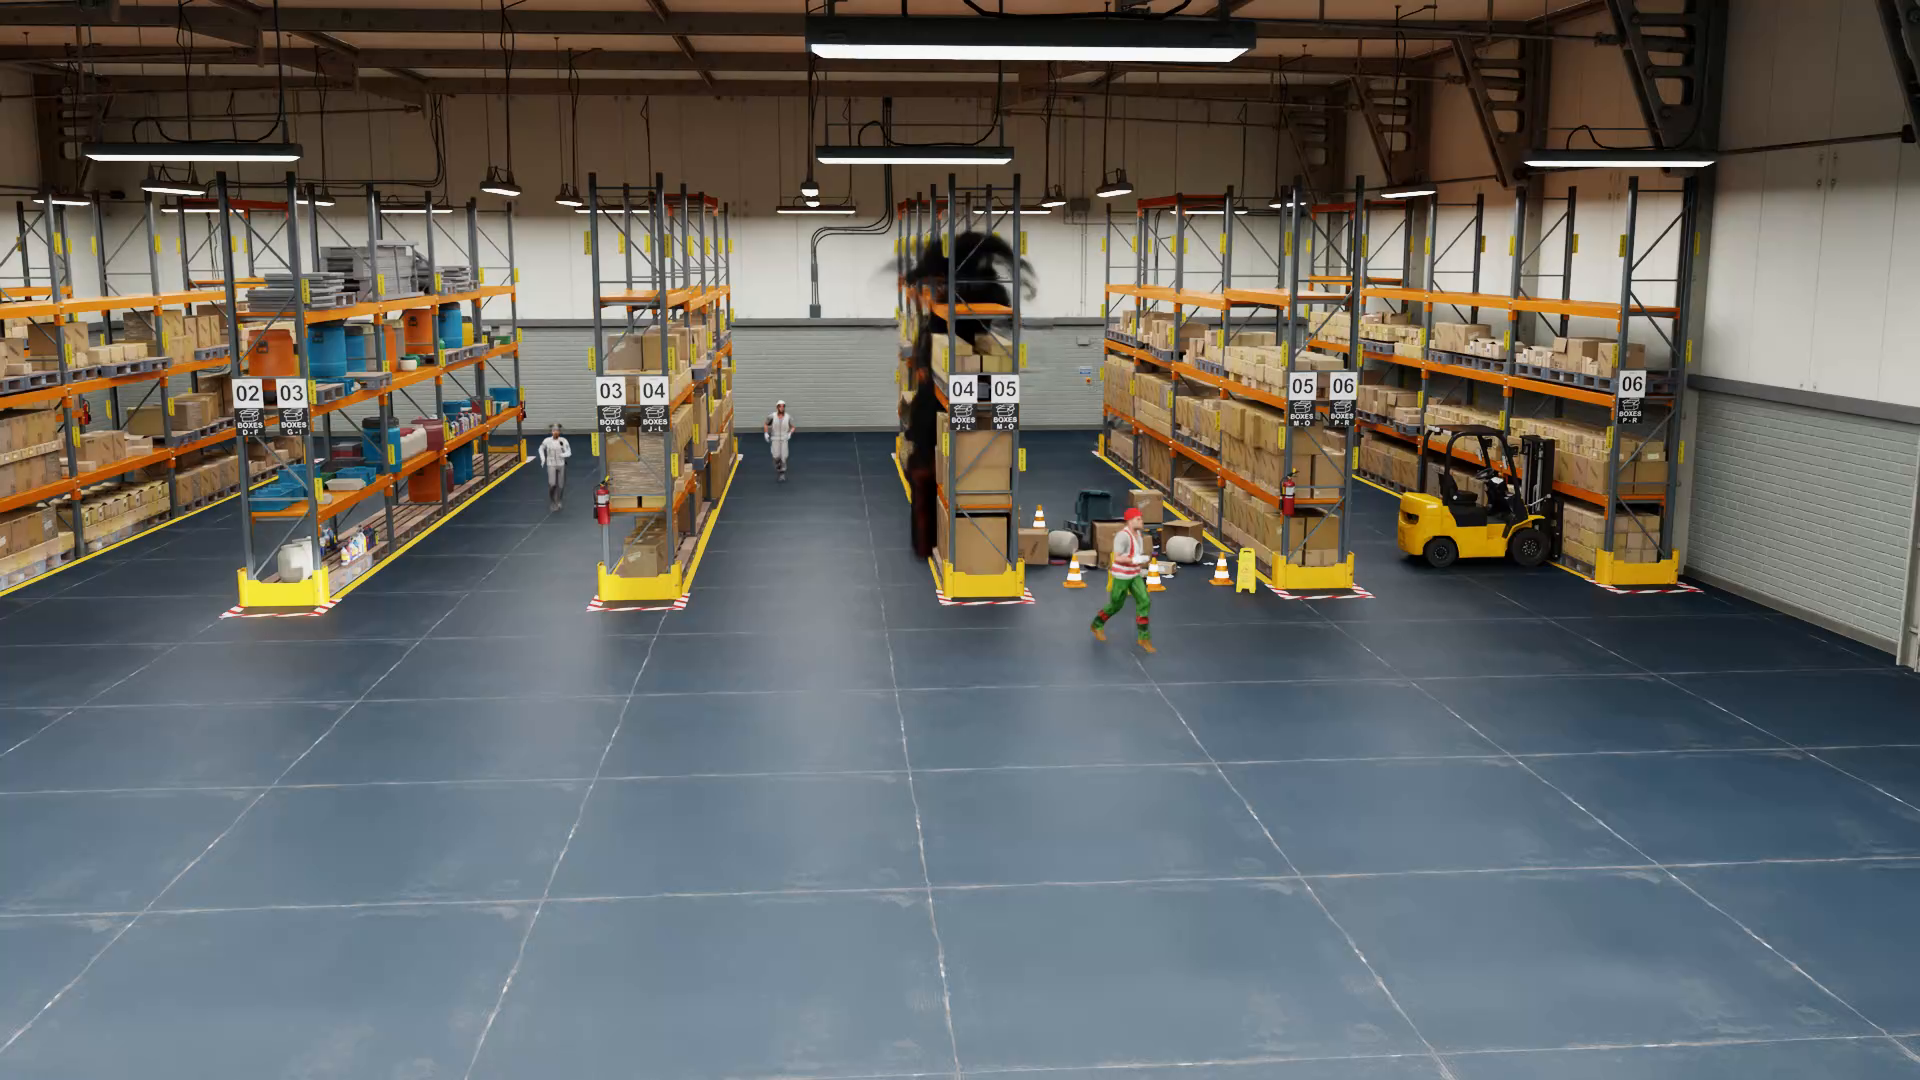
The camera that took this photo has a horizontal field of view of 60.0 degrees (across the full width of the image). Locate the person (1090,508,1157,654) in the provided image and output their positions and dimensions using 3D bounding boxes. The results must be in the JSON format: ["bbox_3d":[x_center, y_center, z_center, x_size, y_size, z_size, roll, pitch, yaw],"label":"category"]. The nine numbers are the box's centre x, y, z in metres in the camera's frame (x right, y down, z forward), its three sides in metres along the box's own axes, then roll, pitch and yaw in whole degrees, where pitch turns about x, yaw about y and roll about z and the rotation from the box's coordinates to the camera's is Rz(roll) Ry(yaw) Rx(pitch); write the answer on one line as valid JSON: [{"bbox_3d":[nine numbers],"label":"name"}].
[{"bbox_3d":[2.063,0.482,20.847,0.983,1.817,0.692,7,12,36],"label":"person"}]

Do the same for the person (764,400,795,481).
[{"bbox_3d":[-3.855,-2.114,35.619,0.673,1.741,0.579,-2,10,-9],"label":"person"}]

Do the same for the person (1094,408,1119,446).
[{"bbox_3d":[3.729,-3.095,41.585,0.863,1.551,0.592,5,11,24],"label":"person"}]

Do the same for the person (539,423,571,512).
[{"bbox_3d":[-7.696,-1.383,31.673,0.579,1.706,0.674,-3,11,-17],"label":"person"}]
